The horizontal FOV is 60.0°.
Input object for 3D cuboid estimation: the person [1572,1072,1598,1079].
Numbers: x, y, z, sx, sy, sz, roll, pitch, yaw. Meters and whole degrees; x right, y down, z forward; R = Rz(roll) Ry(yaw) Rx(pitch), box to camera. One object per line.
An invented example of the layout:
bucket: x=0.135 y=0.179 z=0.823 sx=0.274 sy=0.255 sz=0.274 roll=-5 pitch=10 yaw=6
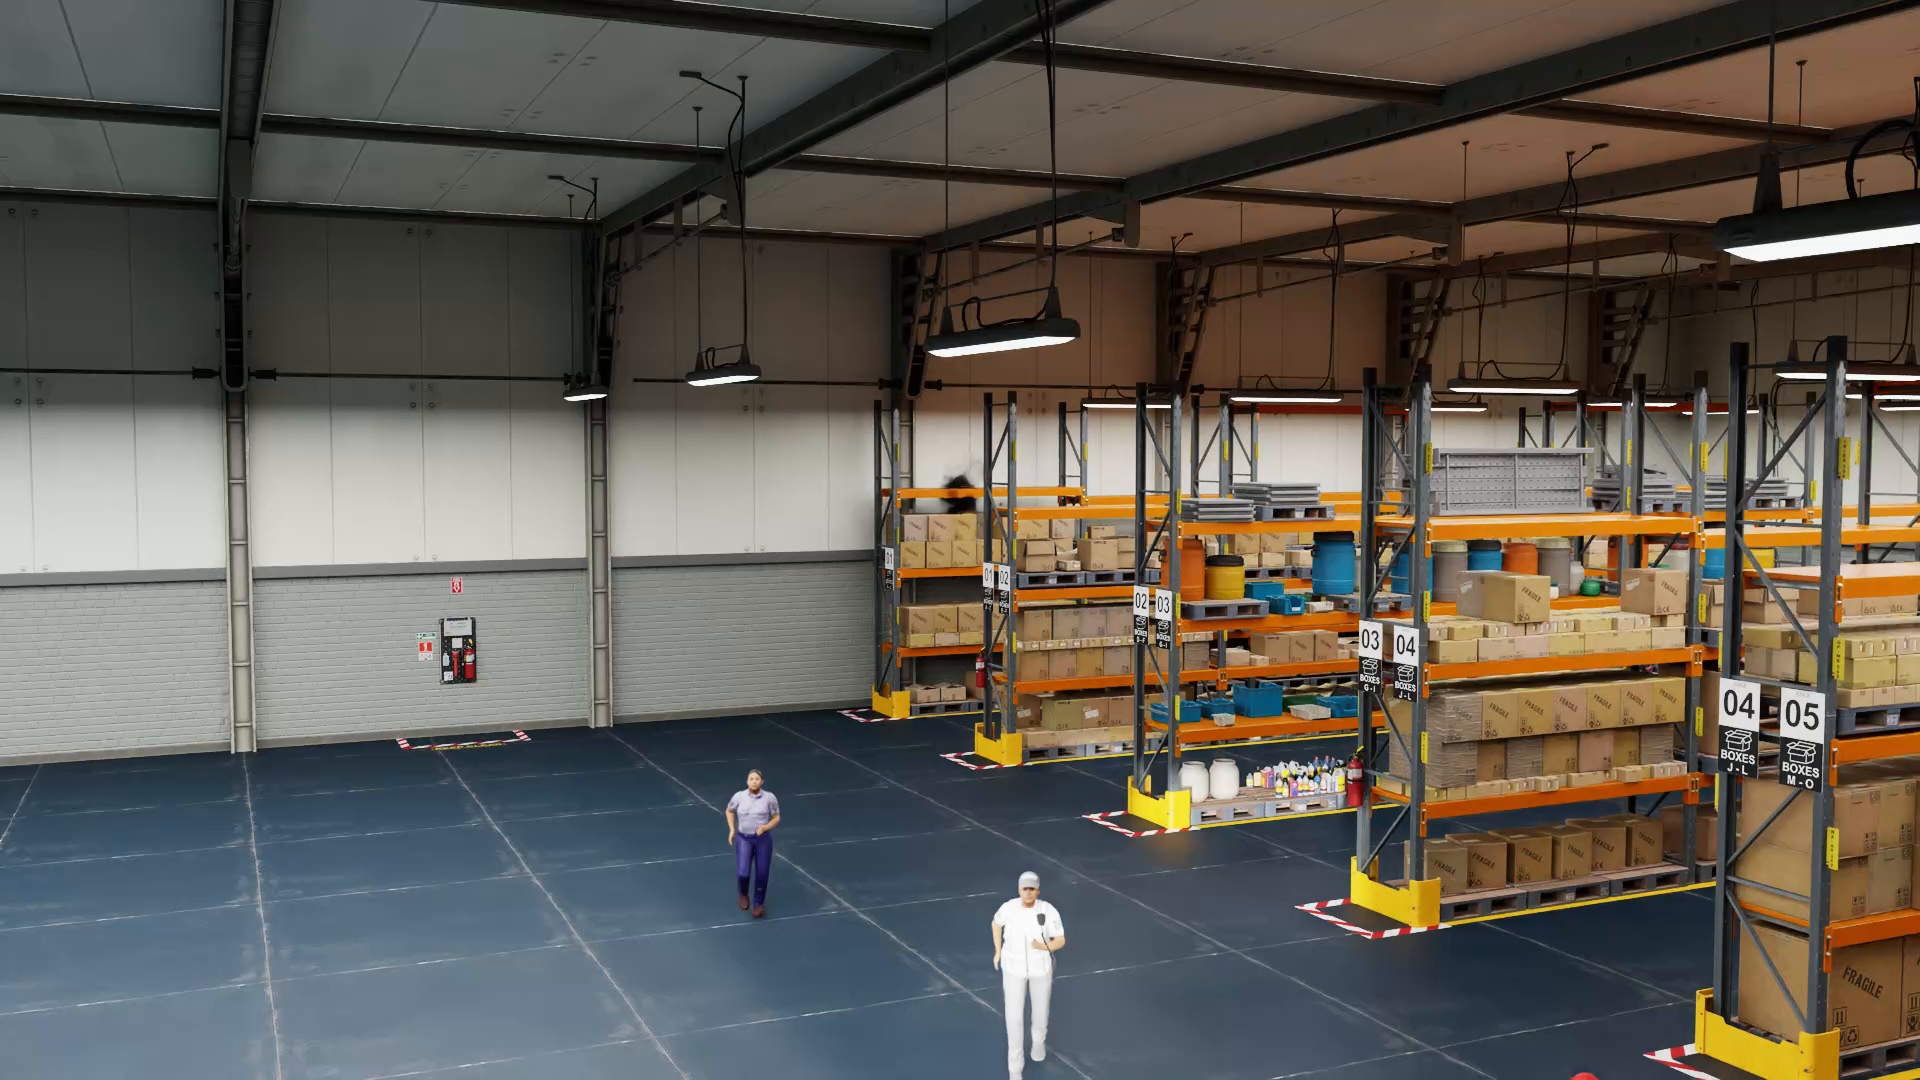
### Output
person: x=3.398 y=3.754 z=8.959 sx=0.643 sy=1.788 sz=0.840 roll=2 pitch=4 yaw=26

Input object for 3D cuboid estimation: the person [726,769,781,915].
person: x=-2.246 y=3.301 z=18.075 sx=0.593 sy=1.606 sz=0.573 roll=0 pitch=3 yaw=-7

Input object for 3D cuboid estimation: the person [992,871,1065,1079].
person: x=0.555 y=3.529 z=13.524 sx=0.594 sy=1.689 sz=0.895 roll=0 pitch=3 yaw=2
